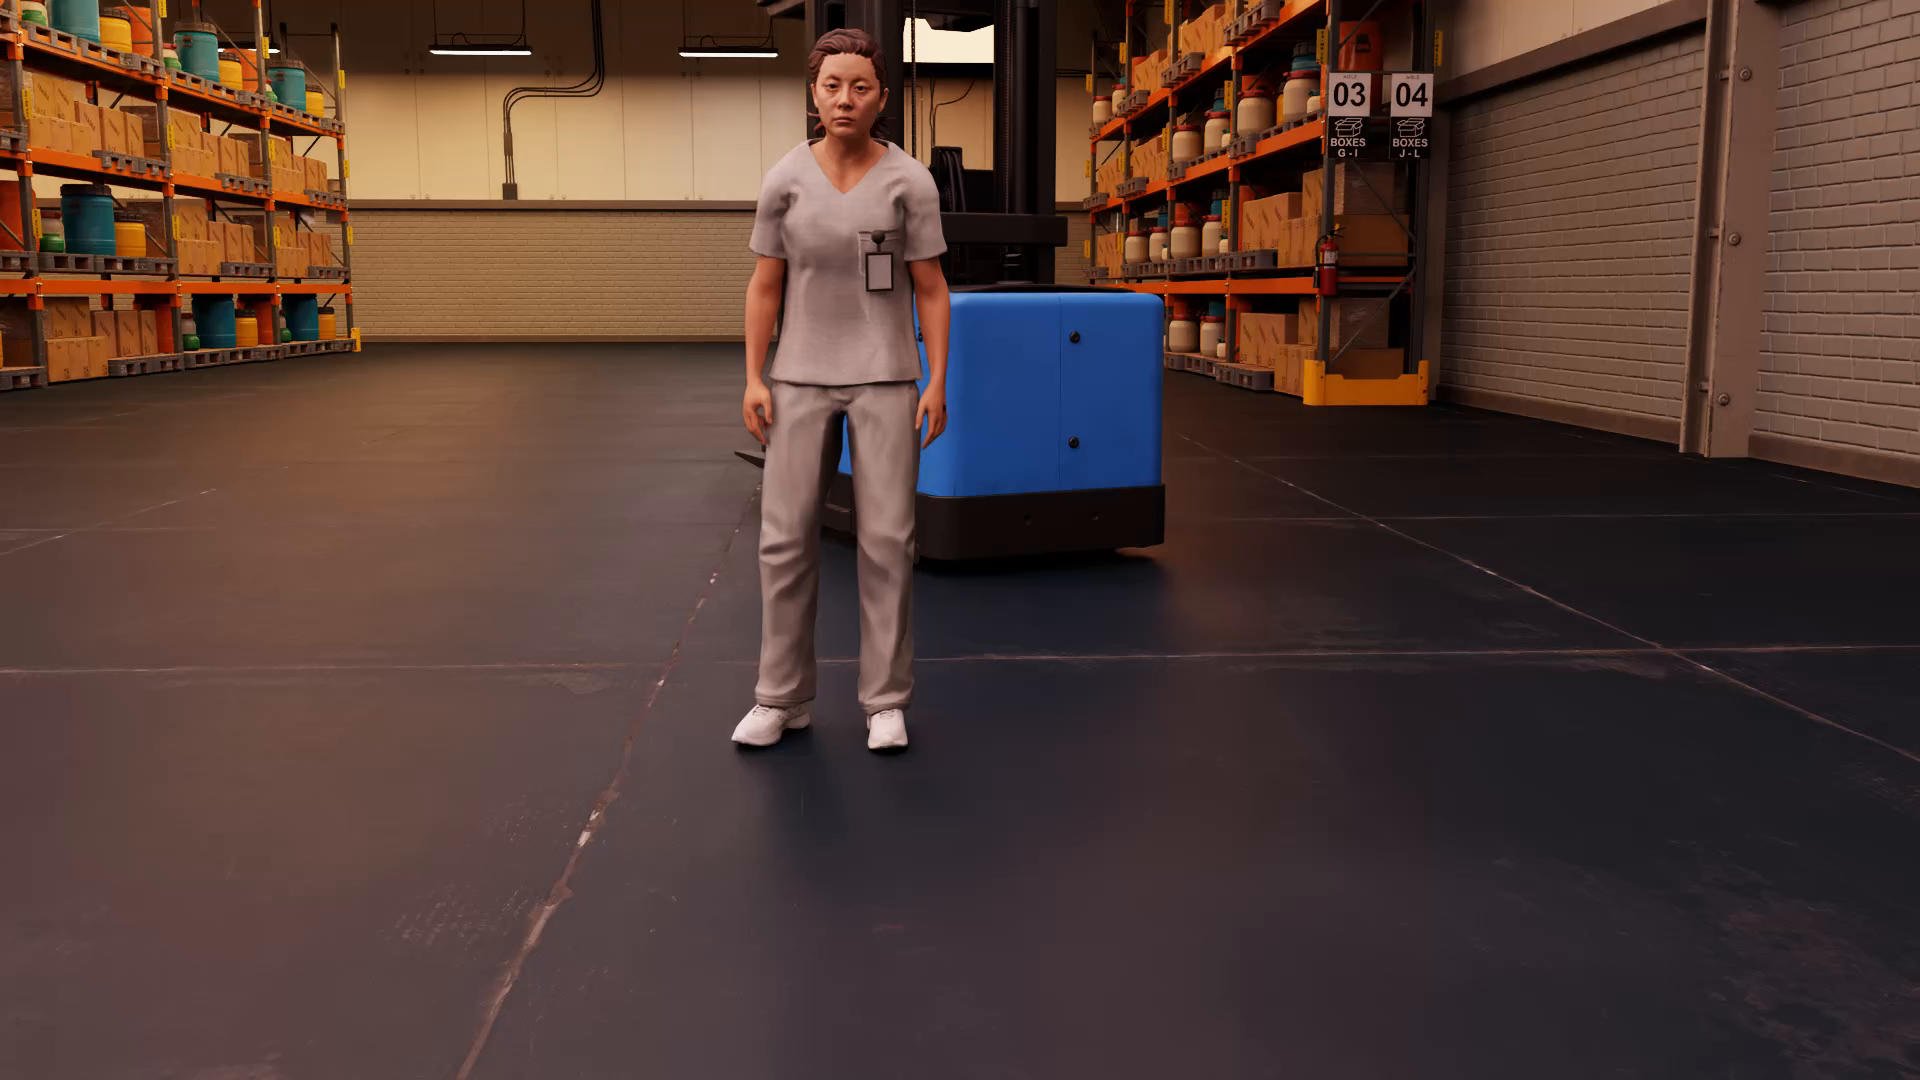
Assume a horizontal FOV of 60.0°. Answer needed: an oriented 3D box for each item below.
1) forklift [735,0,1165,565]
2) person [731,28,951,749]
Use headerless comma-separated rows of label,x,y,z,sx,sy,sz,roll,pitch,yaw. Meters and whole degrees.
forklift,-0.264,-1.530,7.637,1.130,2.935,3.031,-4,9,-25
person,-0.280,-0.346,3.950,0.515,1.672,0.358,1,8,3
